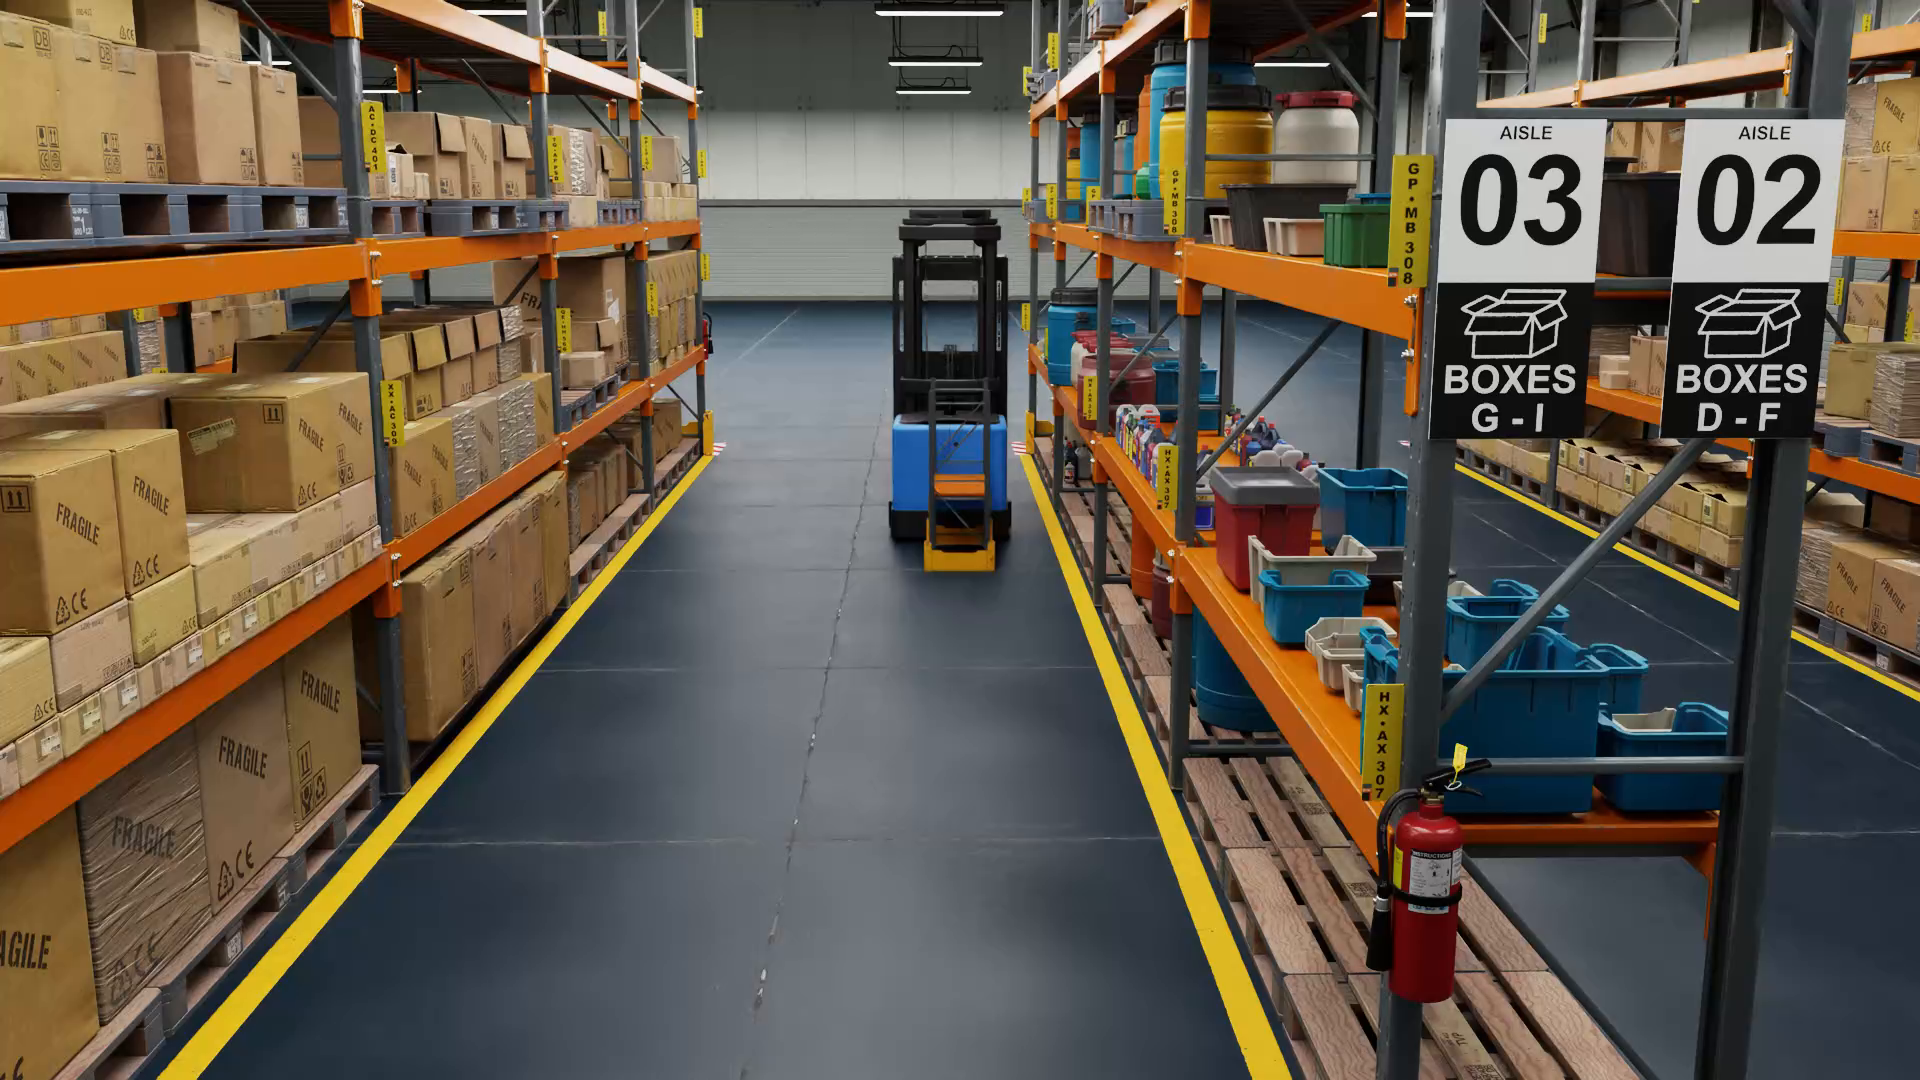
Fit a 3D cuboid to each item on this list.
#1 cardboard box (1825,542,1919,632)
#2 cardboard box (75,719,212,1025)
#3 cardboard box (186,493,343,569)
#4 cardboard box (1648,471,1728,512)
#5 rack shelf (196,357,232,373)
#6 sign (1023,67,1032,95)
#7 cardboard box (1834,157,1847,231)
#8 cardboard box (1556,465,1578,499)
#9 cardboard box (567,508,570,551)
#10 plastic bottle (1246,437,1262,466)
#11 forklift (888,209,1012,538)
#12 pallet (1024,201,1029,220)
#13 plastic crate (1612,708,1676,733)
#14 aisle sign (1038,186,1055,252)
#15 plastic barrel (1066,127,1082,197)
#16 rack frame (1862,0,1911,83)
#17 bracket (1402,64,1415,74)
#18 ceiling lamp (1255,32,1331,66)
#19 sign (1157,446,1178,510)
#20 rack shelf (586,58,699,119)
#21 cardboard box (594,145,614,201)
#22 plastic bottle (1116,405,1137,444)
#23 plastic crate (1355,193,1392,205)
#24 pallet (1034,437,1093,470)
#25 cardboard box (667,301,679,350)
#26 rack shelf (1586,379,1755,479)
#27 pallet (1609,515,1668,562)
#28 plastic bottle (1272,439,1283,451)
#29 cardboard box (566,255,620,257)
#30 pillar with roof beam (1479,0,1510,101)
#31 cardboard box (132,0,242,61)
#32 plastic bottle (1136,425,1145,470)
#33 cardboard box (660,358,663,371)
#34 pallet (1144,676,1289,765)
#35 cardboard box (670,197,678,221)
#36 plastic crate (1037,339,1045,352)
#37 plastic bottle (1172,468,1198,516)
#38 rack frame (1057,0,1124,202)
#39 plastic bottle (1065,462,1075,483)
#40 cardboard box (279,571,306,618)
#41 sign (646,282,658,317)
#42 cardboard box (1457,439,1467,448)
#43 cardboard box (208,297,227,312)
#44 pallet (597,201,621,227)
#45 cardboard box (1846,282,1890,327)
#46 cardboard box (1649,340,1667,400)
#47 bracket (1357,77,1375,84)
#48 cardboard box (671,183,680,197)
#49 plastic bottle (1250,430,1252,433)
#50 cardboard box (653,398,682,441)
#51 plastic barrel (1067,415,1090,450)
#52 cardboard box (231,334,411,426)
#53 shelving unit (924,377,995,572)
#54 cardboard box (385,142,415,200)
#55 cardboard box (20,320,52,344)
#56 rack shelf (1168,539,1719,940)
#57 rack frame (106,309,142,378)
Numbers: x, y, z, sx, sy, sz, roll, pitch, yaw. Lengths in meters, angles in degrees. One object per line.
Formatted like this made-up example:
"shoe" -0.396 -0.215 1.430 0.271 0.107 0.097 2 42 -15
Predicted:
"cardboard box" 6.209 0.311 11.162 0.500 0.500 0.500 0 11 -2
"cardboard box" -3.387 1.164 6.064 0.875 0.875 0.875 0 11 -1
"cardboard box" -3.073 -0.041 7.348 0.500 0.250 0.500 0 11 1
"cardboard box" 6.182 -0.434 14.101 0.500 0.311 0.500 0 11 -2
"rack shelf" -8.525 -1.794 18.165 1.077 0.370 4.000 0 11 -1
"sign" 0.796 -5.401 19.573 0.100 0.325 0.005 0 11 -1
"cardboard box" 6.507 -2.426 11.678 0.910 0.500 0.500 0 11 -1
"cardboard box" 6.142 -0.566 16.164 0.500 0.250 0.500 -1 11 -3
"cardboard box" -3.474 -0.077 13.077 0.700 0.500 0.500 -1 11 -4
"plastic bottle" 1.819 -0.501 10.308 0.097 0.271 0.097 0 11 0
"forklift" -0.092 -1.690 16.017 1.130 2.935 3.031 0 11 0
"pallet" 1.266 -3.777 19.063 1.003 0.211 1.213 0 11 -1
"plastic crate" 2.077 0.601 5.063 0.250 0.136 0.298 0 11 -1
"aisle sign" 1.052 -3.852 19.961 0.394 0.787 0.004 0 11 -1
"plastic barrel" 1.483 -4.355 19.299 0.600 0.830 0.708 0 11 -1
"rack frame" 11.251 -5.545 19.759 1.000 3.000 0.127 0 11 -1
"bracket" 11.288 -11.861 41.835 0.235 0.232 0.430 0 11 -1
"ceiling lamp" 6.819 -11.634 35.093 2.000 3.185 0.800 0 11 -1
"sign" 1.044 -0.313 8.360 0.100 0.325 0.005 0 11 -1
"rack shelf" -3.564 -4.732 17.571 1.077 0.370 4.000 0 11 -1
"cardboard box" -3.612 -3.382 15.323 0.797 0.503 0.637 -1 11 -4
"plastic bottle" 1.197 -0.826 11.898 0.152 0.276 0.135 0 11 -1
"plastic crate" 1.932 -1.387 7.230 0.416 0.233 0.300 0 11 -1
"pallet" 1.406 -1.021 19.563 1.003 0.211 1.213 0 11 -1
"cardboard box" -3.526 -2.331 18.007 0.875 0.500 0.500 0 11 -1
"rack shelf" 6.423 -1.039 14.444 1.077 0.370 4.000 0 11 -1
"pallet" 6.464 -0.033 14.690 1.003 0.211 1.213 0 11 -1
"plastic bottle" 1.965 -0.482 10.215 0.097 0.271 0.097 0 11 0
"cardboard box" -3.828 -2.721 17.412 0.500 0.500 0.500 0 11 -1
"pillar with roof beam" 7.454 -8.970 36.641 9.100 9.000 0.548 0 11 -1
"cardboard box" -3.345 -2.113 6.941 0.500 0.250 0.500 -1 12 -5
"plastic bottle" 1.176 -0.600 10.764 0.061 0.283 0.133 0 11 -1
"cardboard box" -3.266 -1.819 17.112 0.380 0.149 0.250 0 11 -1
"pallet" 1.620 1.034 9.431 1.003 0.211 1.213 0 11 -1
"cardboard box" -3.311 -3.545 17.820 0.500 0.250 0.500 0 11 -2
"plastic crate" 1.043 -2.256 19.298 0.298 0.136 0.250 0 11 -1
"plastic bottle" 1.255 -0.268 9.147 0.152 0.276 0.135 0 11 -1
"rack frame" 1.429 -4.709 15.639 1.000 3.000 0.127 0 11 -1
"plastic bottle" 1.110 -0.684 16.819 0.097 0.201 0.097 0 11 0
"cardboard box" -3.002 0.228 7.021 0.380 0.149 0.250 0 11 0
"sign" -2.968 -2.319 16.035 0.100 0.325 0.005 0 11 -1
"cardboard box" 6.101 -1.235 19.464 0.500 0.250 0.500 0 11 -1
"cardboard box" -8.477 -2.747 17.962 0.875 0.550 0.500 0 11 -1
"pallet" -3.592 -2.798 14.233 1.213 0.211 1.003 0 11 -1
"cardboard box" 10.961 -2.813 19.820 0.500 0.500 0.500 0 11 -1
"cardboard box" 6.402 -1.481 14.563 0.500 0.500 0.500 0 11 -1
"bracket" 11.218 -12.541 45.189 0.076 0.066 4.783 0 11 -1
"cardboard box" -3.268 -3.823 18.191 0.380 0.149 0.250 -1 11 -4
"plastic bottle" 1.945 -0.632 11.132 0.097 0.201 0.097 0 11 0
"cardboard box" -3.609 -1.401 19.649 0.500 0.500 0.500 2 12 9
"plastic barrel" 1.447 -1.321 19.226 0.421 0.512 0.421 0 11 0
"cardboard box" -3.379 -0.826 8.813 0.797 0.503 0.637 -1 11 -3
"shelving unit" -0.004 -0.578 14.138 0.587 1.500 1.083 0 11 0
"cardboard box" -3.290 -2.009 9.043 0.500 0.311 0.500 -1 11 -3
"cardboard box" -8.445 -1.986 14.539 0.700 0.500 0.500 0 11 -1
"rack shelf" 1.636 0.571 6.509 1.077 0.370 4.000 0 11 -1
"rack frame" -8.484 -1.749 16.134 1.000 3.000 0.127 0 11 -1
